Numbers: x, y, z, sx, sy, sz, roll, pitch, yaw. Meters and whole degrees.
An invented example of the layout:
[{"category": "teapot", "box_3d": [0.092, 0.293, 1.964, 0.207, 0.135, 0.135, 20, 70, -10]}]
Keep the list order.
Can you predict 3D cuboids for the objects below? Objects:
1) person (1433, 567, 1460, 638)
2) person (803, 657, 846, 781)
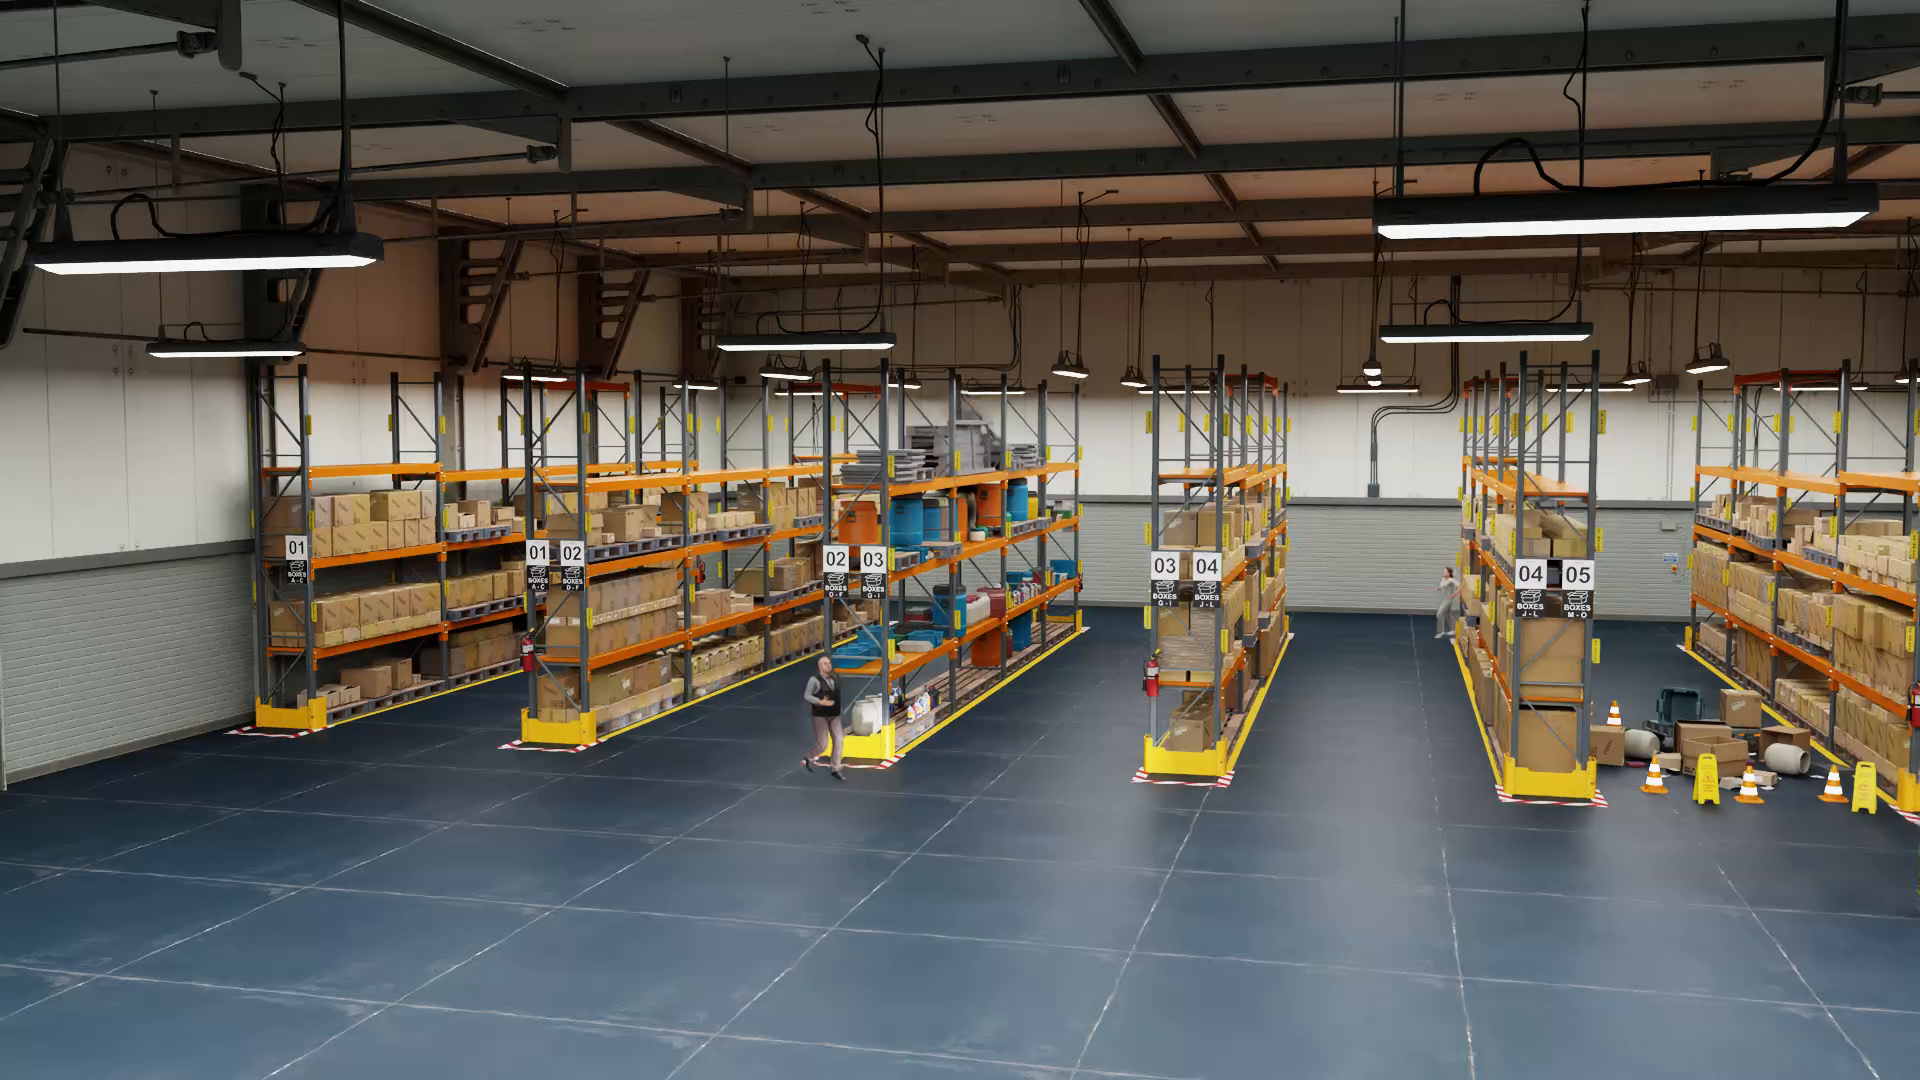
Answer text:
[{"category": "person", "box_3d": [11.477, 1.490, 39.066, 0.732, 1.709, 0.570, -1, 4, -10]}, {"category": "person", "box_3d": [-1.927, 2.523, 23.598, 0.658, 1.729, 0.775, -3, 5, -39]}]
